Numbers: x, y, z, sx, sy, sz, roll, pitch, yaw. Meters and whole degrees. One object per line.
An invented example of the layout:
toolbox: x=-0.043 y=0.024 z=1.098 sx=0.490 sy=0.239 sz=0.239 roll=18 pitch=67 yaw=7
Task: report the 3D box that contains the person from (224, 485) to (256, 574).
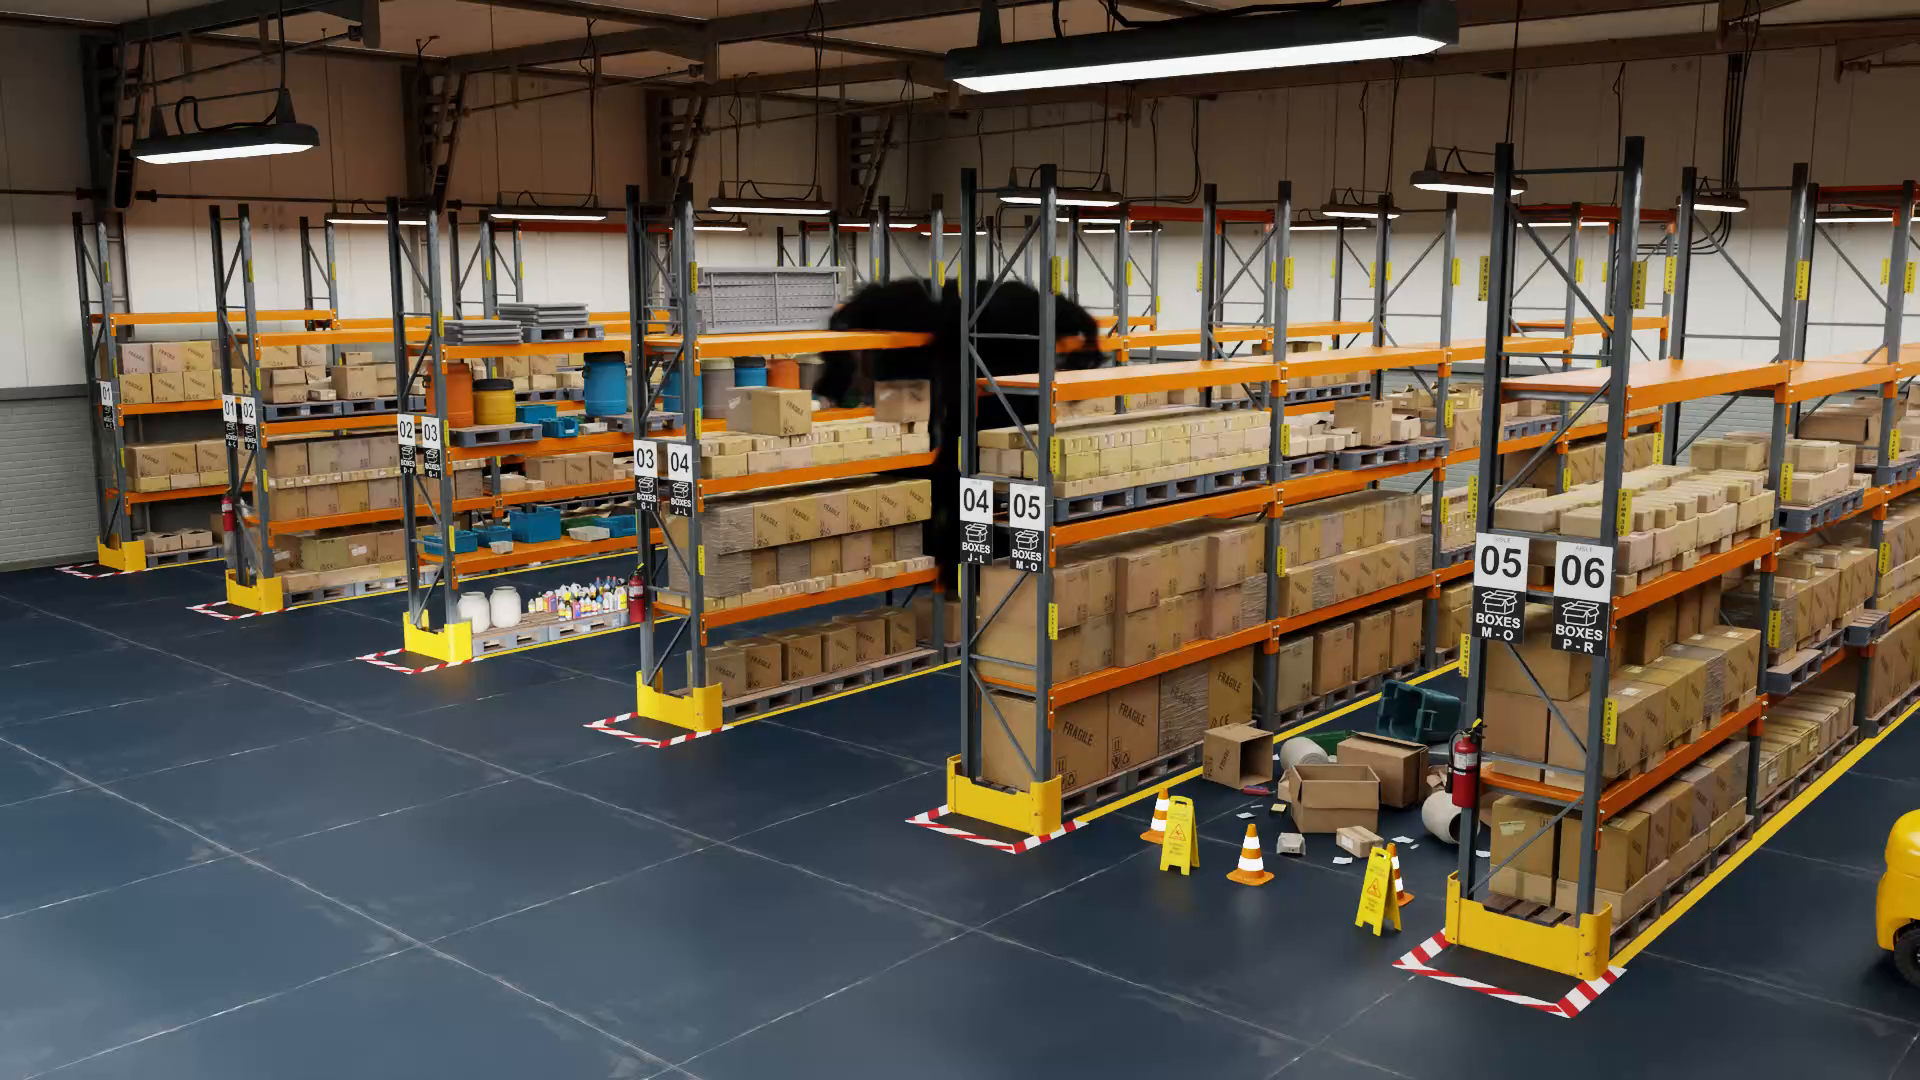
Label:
person: x=-11.806 y=-0.096 z=27.188 sx=0.474 sy=1.604 sz=0.832 roll=0 pitch=9 yaw=2
